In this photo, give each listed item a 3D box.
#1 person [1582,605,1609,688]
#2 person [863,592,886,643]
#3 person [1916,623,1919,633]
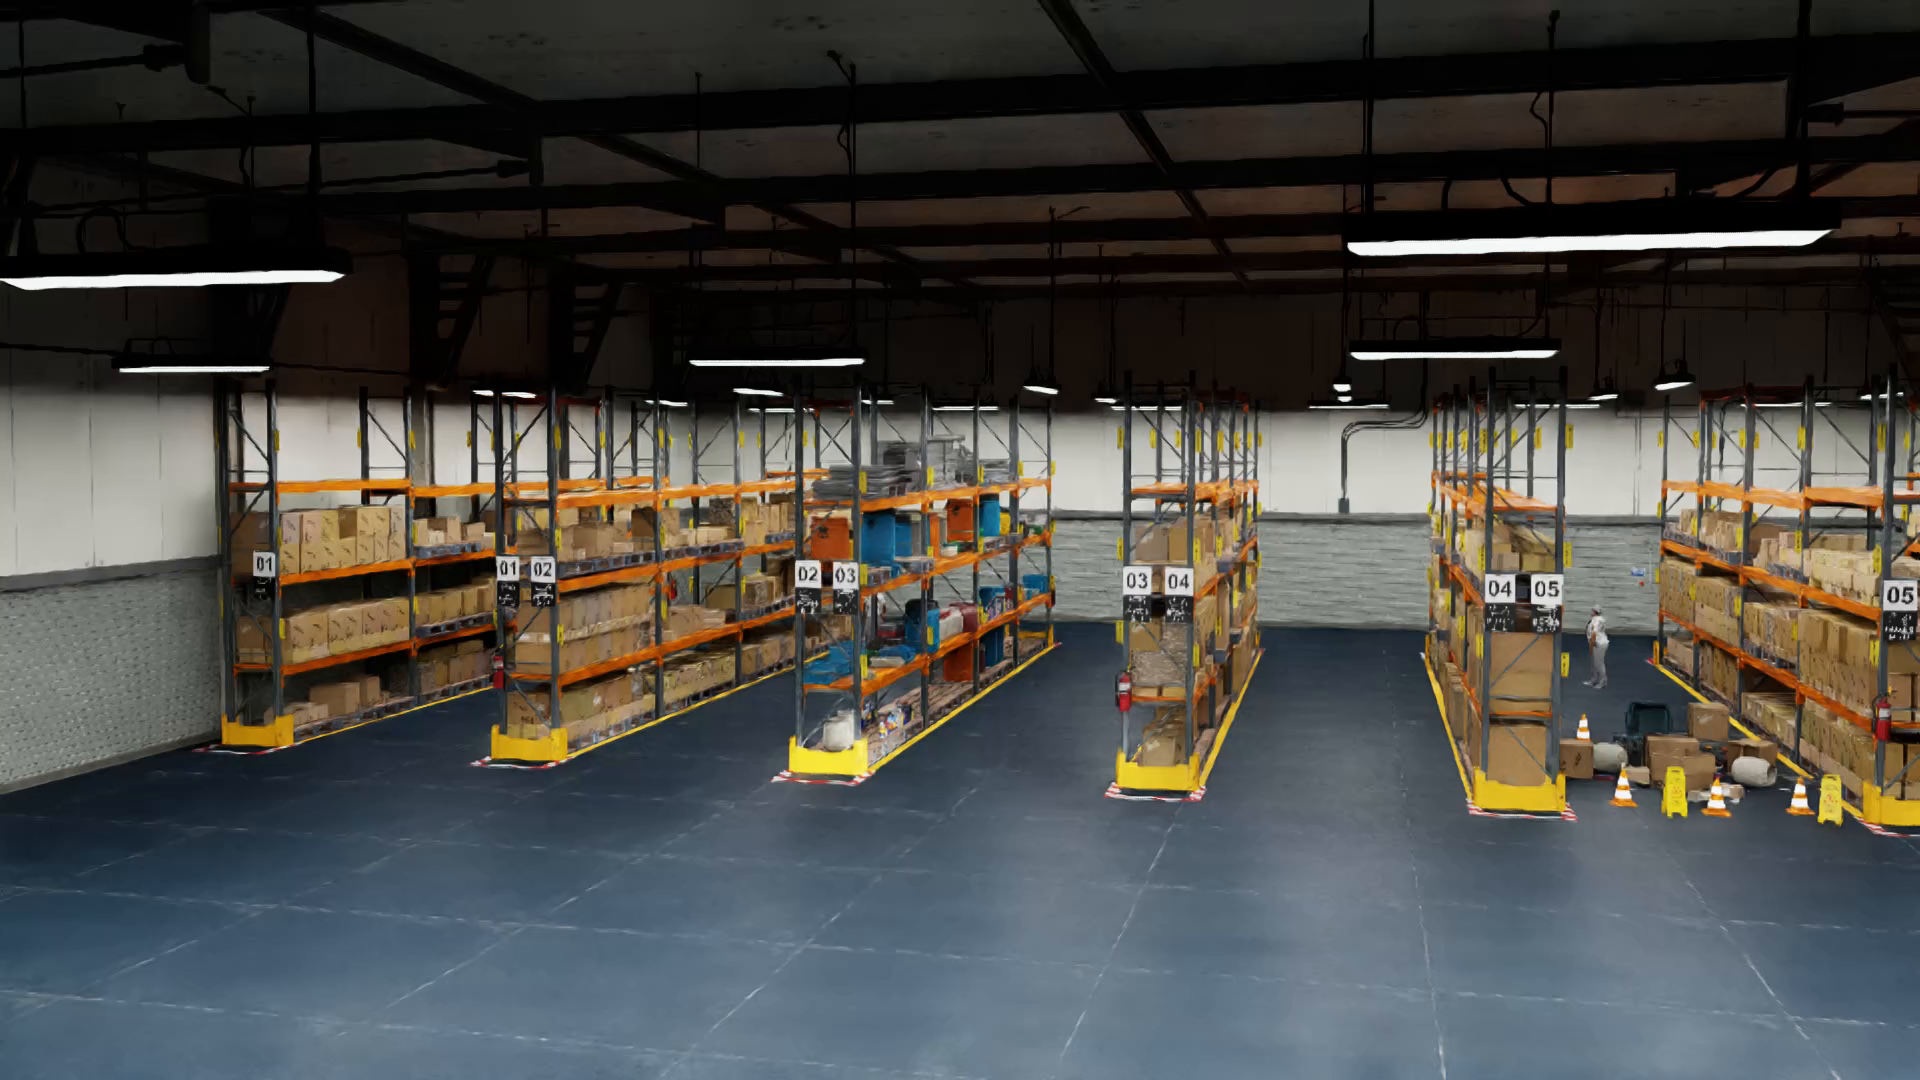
[{"bbox_3d":[12.880,2.140,33.694,0.567,1.657,0.611,3,4,37],"label":"person"},{"bbox_3d":[-2.054,1.812,39.784,0.592,1.625,0.526,1,3,11],"label":"person"},{"bbox_3d":[21.556,1.947,37.027,0.382,1.648,0.570,-1,4,-18],"label":"person"}]
